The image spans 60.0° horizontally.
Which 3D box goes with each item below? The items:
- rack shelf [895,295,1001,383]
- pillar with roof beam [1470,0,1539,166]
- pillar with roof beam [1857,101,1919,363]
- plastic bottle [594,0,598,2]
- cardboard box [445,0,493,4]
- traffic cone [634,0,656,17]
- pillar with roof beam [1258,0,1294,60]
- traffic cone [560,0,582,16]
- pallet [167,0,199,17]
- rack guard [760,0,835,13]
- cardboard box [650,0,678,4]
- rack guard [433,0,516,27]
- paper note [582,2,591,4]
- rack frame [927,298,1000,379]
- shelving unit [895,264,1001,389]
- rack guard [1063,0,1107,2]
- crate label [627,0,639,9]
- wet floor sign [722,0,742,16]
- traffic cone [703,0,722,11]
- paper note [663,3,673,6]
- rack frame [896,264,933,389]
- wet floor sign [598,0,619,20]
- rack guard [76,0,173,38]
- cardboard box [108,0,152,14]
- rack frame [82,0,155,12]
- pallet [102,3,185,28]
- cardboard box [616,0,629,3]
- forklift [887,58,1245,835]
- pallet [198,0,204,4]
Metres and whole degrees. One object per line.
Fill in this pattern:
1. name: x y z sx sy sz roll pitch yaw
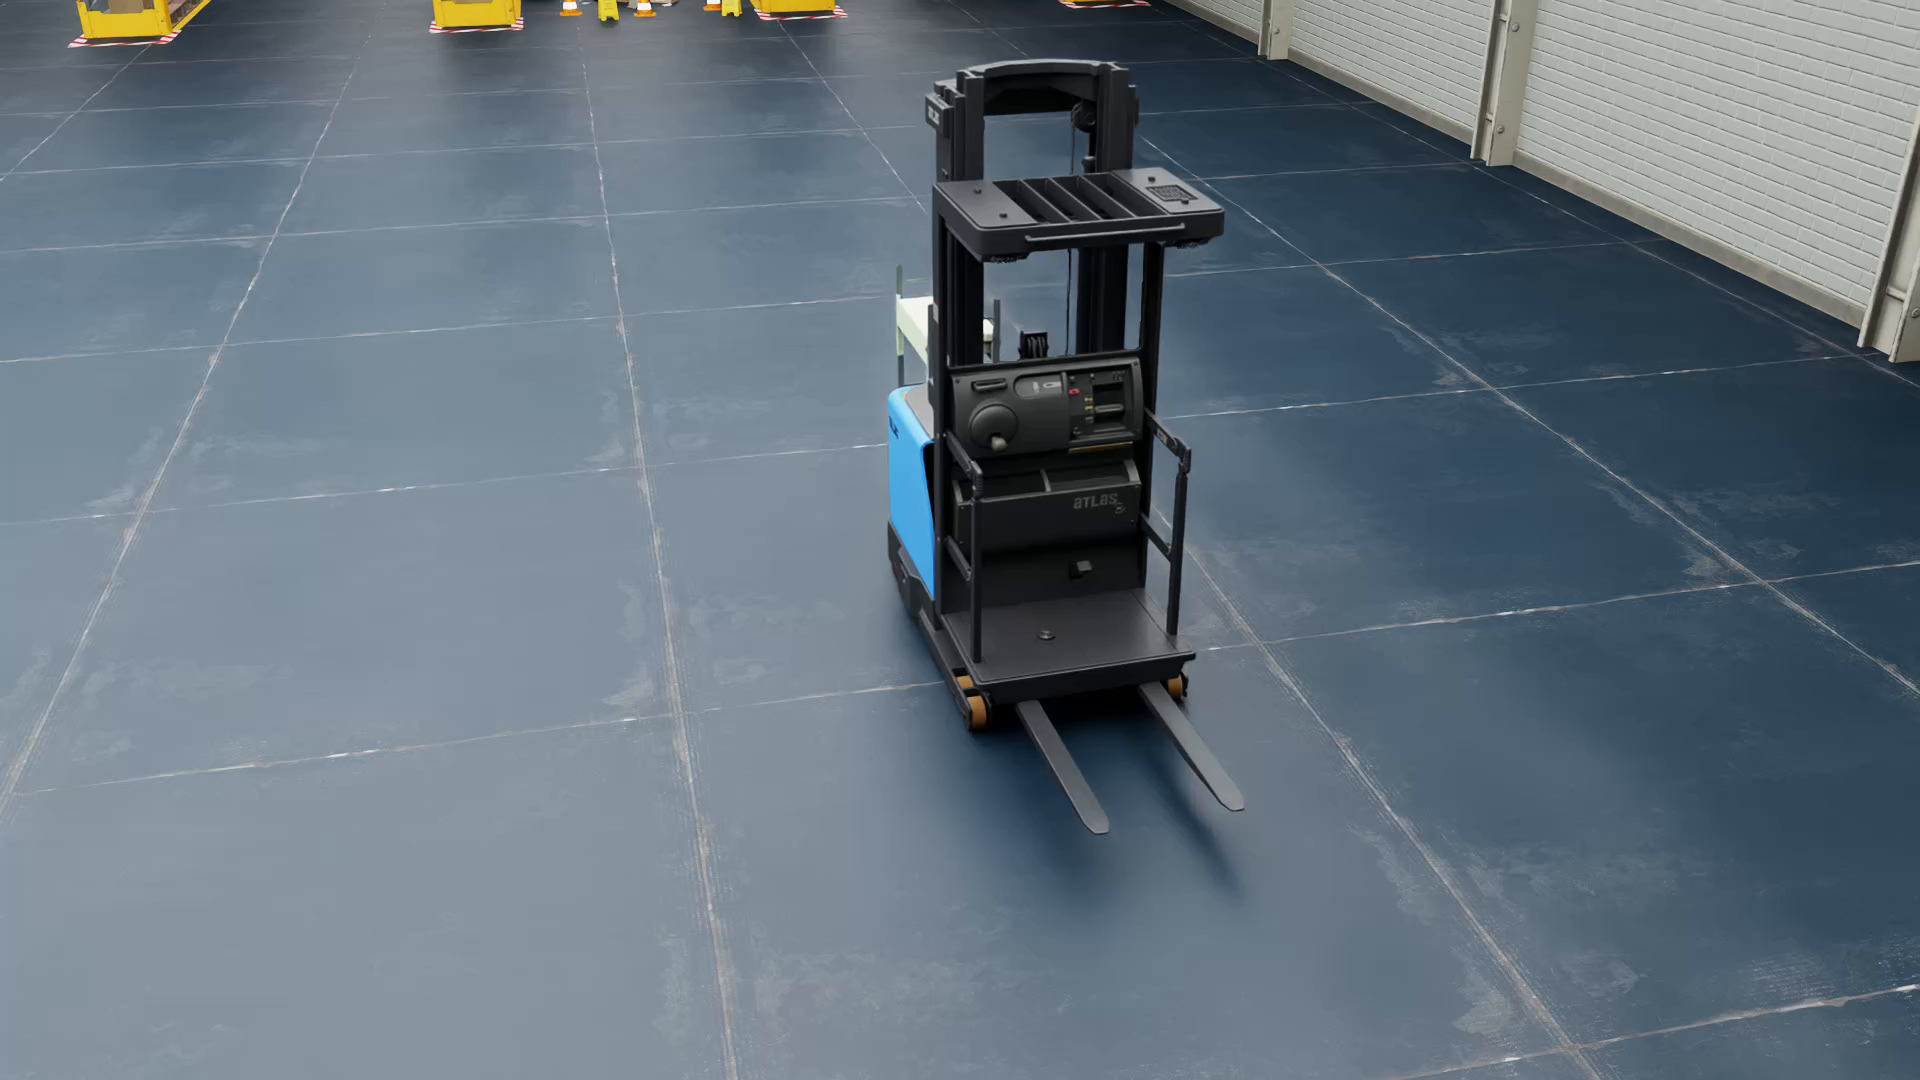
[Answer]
1. rack shelf: -0.077 -1.124 9.447 0.431 0.370 0.720 -7 28 -14
2. pillar with roof beam: 1.497 -7.635 14.889 9.100 9.000 0.400 -6 27 -12
3. pillar with roof beam: 2.849 -5.001 9.670 9.100 9.000 0.400 -6 27 -12
4. plastic bottle: -5.969 -8.894 27.304 0.133 0.061 0.283 -16 31 -29
5. cardboard box: -7.587 -8.742 25.632 0.875 0.875 0.875 -6 27 -11
6. traffic cone: -4.928 -8.422 25.922 0.336 0.463 0.334 -6 27 -12
7. pillar with roof beam: 0.144 -10.269 20.108 9.100 9.000 0.400 -6 27 -12
8. traffic cone: -6.106 -8.457 25.991 0.336 0.463 0.334 -6 27 -12
9. pallet: -12.662 -8.436 26.229 1.003 0.211 1.213 -6 27 -12
10. rack guard: -2.587 -8.676 26.385 1.175 0.500 0.348 -6 27 -12
11. cardboard box: -4.833 -8.856 27.131 0.380 0.149 0.250 8 28 15
12. rack guard: -7.364 -8.085 25.214 1.175 0.500 0.348 -6 27 -12
13. paper note: -6.060 -8.728 27.010 0.144 0.017 0.142 3 27 6
14. rack frame: 0.021 -0.617 9.308 0.400 1.500 0.023 -7 28 -14
15. shelving unit: -0.077 -0.776 9.623 0.431 1.500 0.755 -7 28 -14
16. rack guard: 2.271 -9.138 27.300 1.175 0.500 0.348 -6 27 -12
17. crate label: -5.166 -8.615 26.667 0.250 0.136 0.298 -23 35 -38
18. wet floor sign: -3.569 -8.516 25.905 0.267 0.644 0.232 3 27 6
19. traffic cone: -3.924 -8.684 26.441 0.336 0.463 0.334 -6 27 -12
20. paper note: -4.722 -8.646 26.846 0.148 0.019 0.142 -16 31 -29
21. rack frame: -0.174 -0.935 9.937 0.400 1.500 0.023 -7 28 -14
22. wet floor sign: -5.434 -8.349 25.575 0.267 0.644 0.232 -11 29 -20
23. rack guard: -12.242 -7.670 24.391 1.175 0.500 0.348 -6 27 -12
24. cardboard box: -12.349 -8.100 24.777 0.500 0.500 0.500 -1 27 -2
25. rack frame: -12.225 -8.752 23.762 1.000 3.000 0.127 -6 27 -12
26. pallet: -12.391 -7.901 25.170 1.003 0.211 1.213 -6 27 -12
27. cardboard box: -5.432 -9.158 27.336 0.637 0.503 0.797 19 32 32
28. forklift: 0.479 -0.594 7.675 1.130 2.935 3.031 -7 28 -14
29. pallet: -12.940 -8.972 27.292 1.003 0.211 1.213 -6 27 -12
